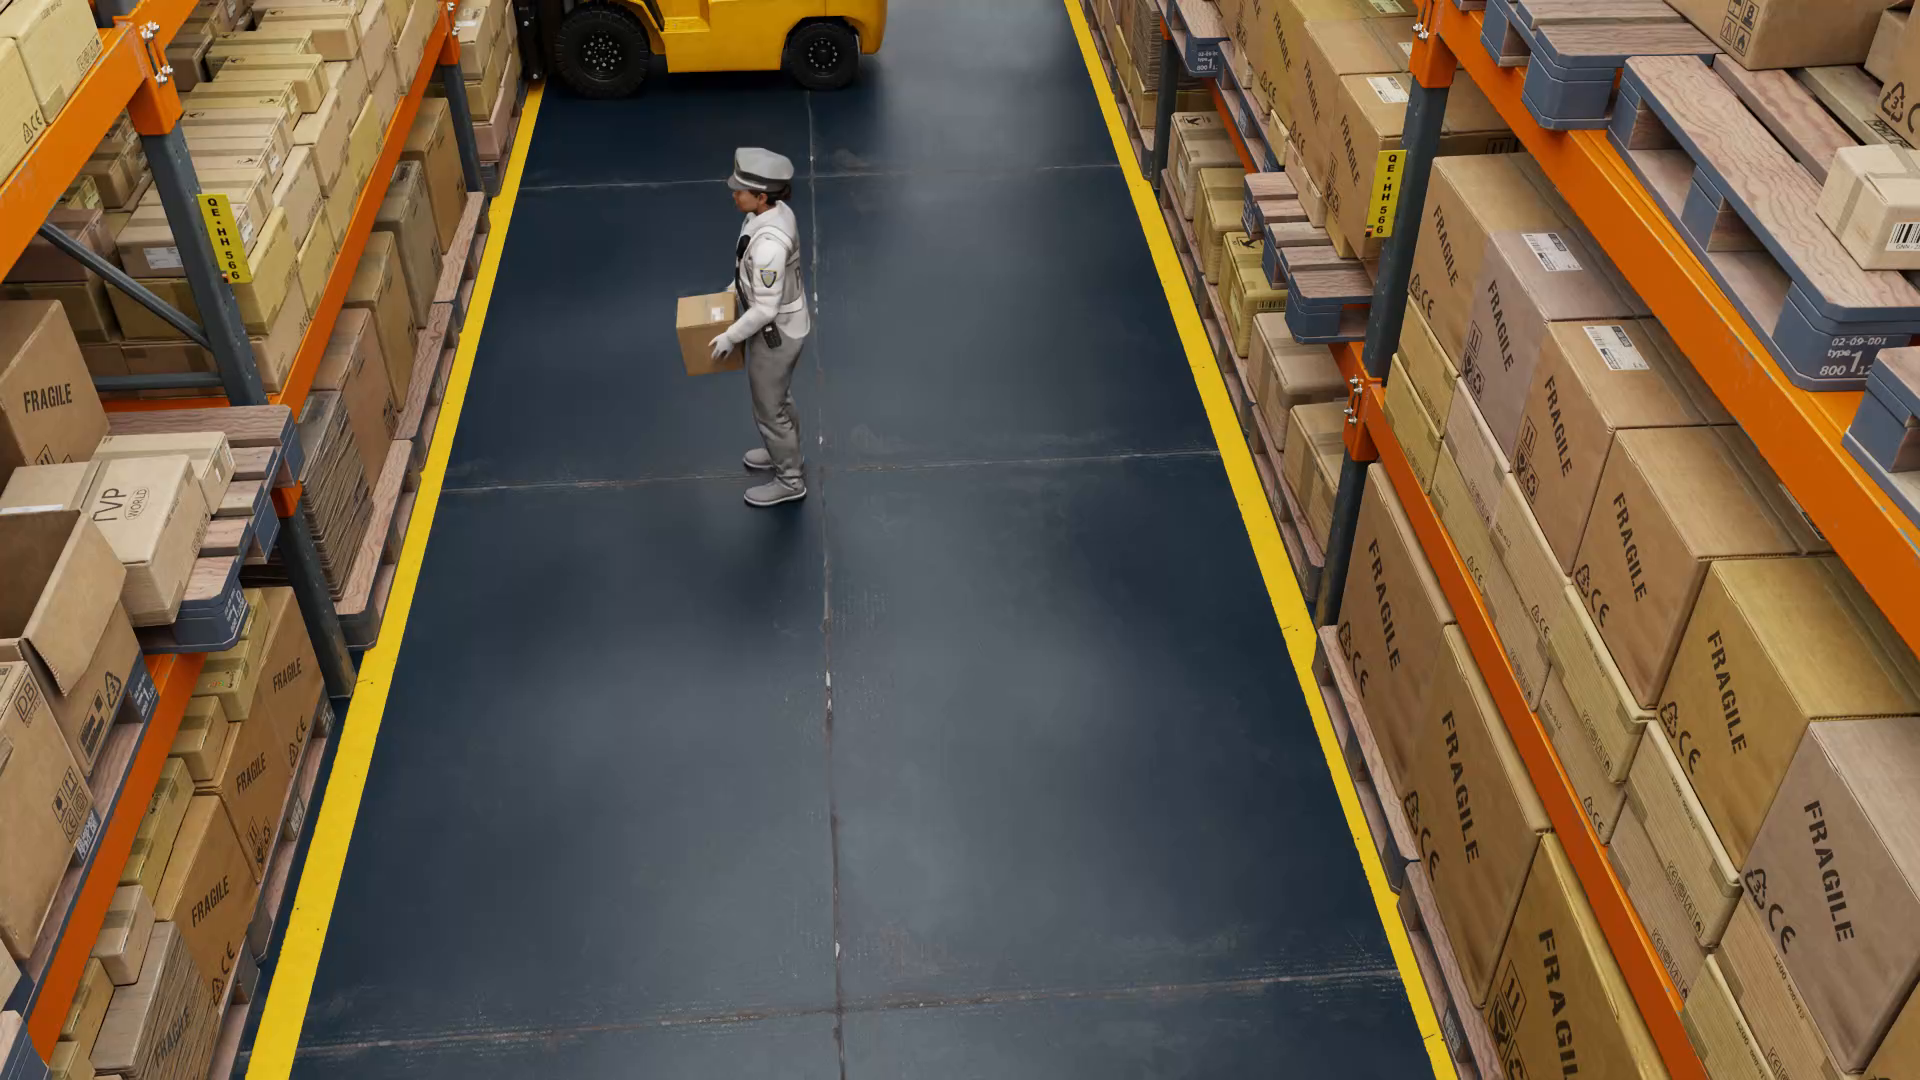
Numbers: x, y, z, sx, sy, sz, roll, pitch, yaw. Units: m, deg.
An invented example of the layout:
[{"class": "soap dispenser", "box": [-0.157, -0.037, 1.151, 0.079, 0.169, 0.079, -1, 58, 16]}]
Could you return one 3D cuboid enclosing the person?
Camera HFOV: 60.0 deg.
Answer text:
[{"class": "person", "box": [-0.873, -0.916, 7.250, 0.439, 1.687, 0.497, -4, 39, -5]}]
